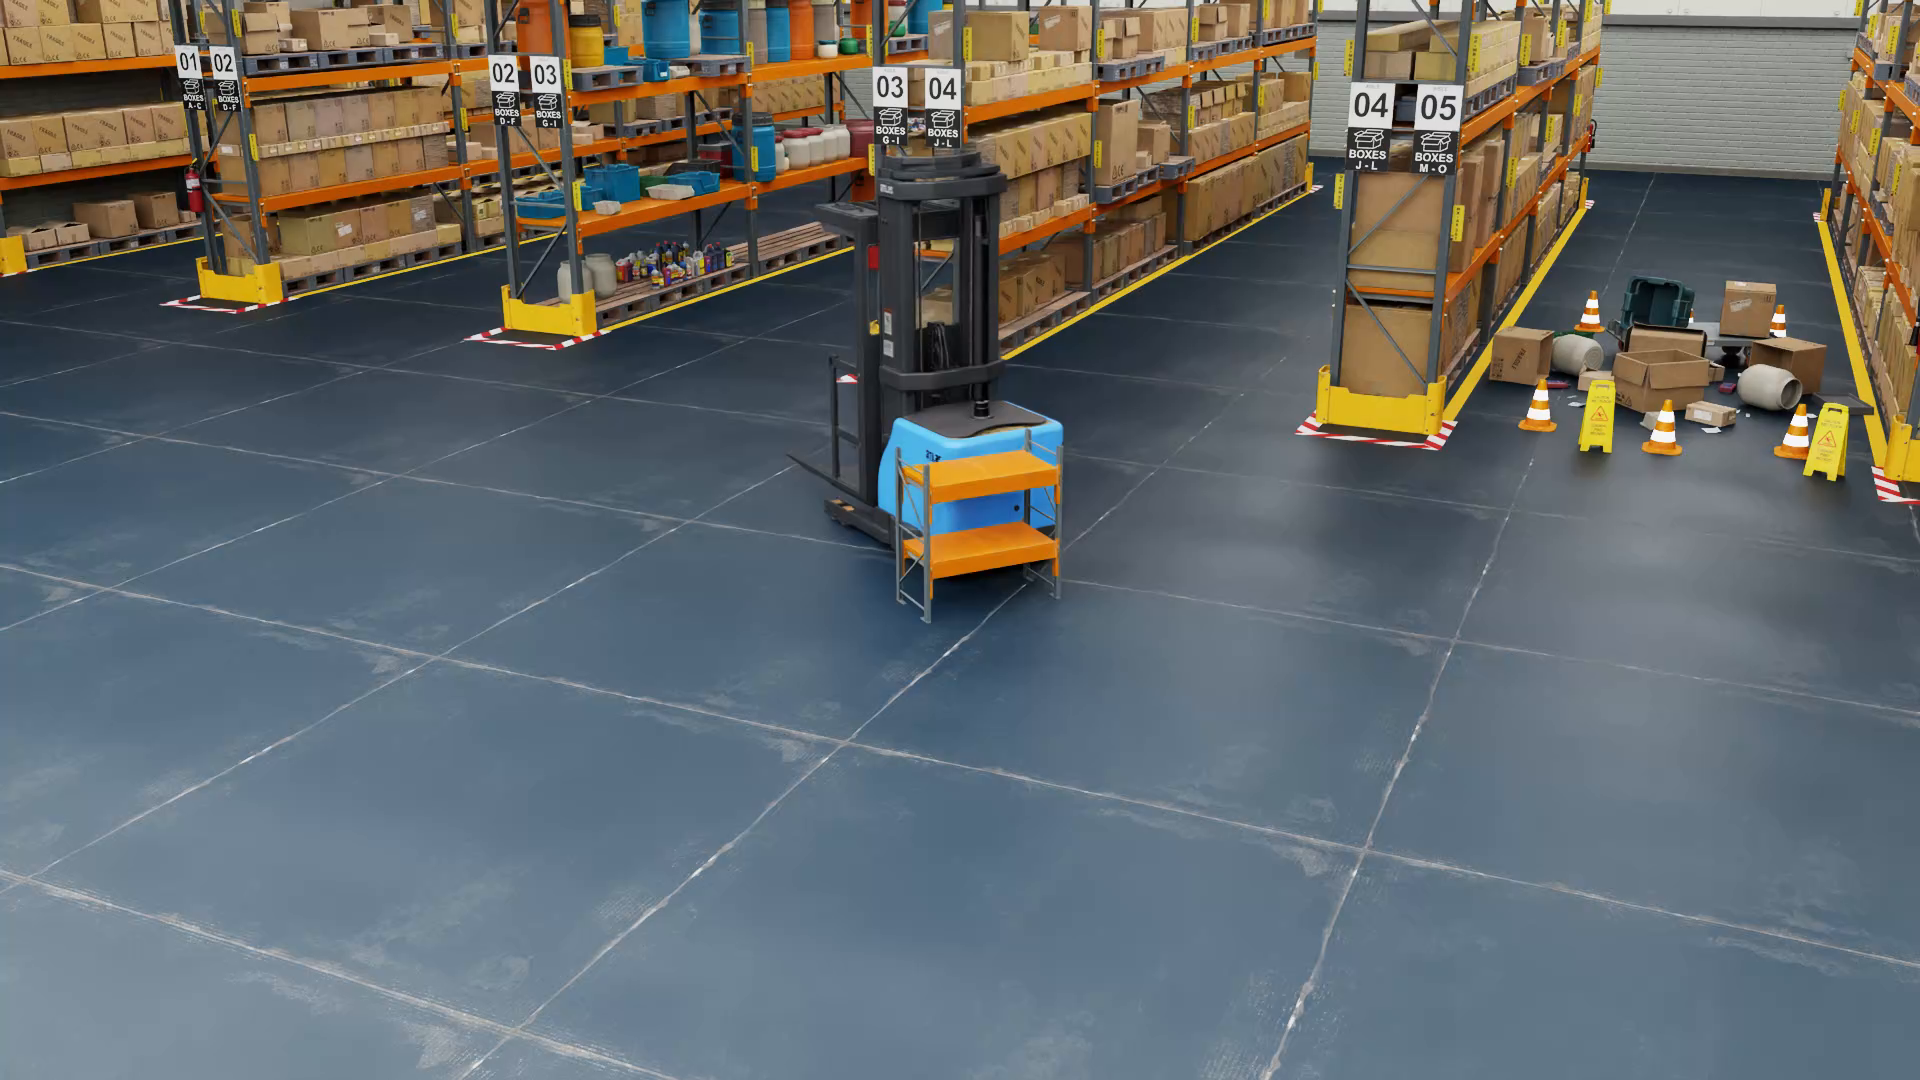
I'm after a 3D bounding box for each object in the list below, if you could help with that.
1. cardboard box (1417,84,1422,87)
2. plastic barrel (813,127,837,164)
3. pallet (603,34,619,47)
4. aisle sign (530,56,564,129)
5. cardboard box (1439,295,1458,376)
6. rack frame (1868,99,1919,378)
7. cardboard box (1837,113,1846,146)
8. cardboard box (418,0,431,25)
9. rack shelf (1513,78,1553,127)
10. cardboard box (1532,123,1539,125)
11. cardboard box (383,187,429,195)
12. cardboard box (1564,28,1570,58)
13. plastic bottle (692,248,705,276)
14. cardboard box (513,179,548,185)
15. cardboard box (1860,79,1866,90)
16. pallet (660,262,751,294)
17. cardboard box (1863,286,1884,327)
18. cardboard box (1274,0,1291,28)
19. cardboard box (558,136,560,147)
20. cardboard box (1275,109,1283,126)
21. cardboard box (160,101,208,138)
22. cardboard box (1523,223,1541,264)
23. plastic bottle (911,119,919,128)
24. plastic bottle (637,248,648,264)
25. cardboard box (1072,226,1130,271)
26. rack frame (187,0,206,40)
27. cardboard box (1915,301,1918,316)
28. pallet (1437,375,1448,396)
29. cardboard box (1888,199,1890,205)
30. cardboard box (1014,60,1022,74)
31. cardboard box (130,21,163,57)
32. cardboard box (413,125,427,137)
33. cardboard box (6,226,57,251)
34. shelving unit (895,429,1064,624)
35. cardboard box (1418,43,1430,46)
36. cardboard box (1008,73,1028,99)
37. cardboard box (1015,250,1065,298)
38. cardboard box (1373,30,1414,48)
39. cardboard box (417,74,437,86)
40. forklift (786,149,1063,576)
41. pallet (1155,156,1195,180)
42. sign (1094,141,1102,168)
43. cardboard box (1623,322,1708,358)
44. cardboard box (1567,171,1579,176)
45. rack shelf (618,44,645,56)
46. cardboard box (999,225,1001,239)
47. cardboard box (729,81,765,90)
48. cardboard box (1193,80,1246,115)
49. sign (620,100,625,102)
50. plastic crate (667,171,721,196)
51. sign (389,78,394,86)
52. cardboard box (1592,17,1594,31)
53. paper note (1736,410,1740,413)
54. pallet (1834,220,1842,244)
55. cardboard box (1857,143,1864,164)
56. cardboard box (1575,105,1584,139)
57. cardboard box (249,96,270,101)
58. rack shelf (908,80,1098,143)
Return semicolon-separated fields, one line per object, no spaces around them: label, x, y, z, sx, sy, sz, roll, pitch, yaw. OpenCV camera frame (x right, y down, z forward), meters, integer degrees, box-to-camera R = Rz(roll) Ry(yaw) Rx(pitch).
cardboard box;4.408;-4.616;16.595;0.380;0.149;0.250;9;21;23
plastic barrel;-2.064;-5.957;25.075;0.421;0.512;0.421;0;20;0
pallet;-6.379;-8.162;27.248;1.213;0.211;1.003;10;22;25
aisle sign;-4.704;-5.094;18.936;0.394;0.787;0.004;9;21;23
cardboard box;4.637;-2.223;17.286;0.875;0.875;0.875;8;21;22
rack frame;10.256;-3.115;17.250;1.000;3.000;0.127;9;21;23
cardboard box;14.712;-6.723;27.246;0.500;0.500;0.500;8;21;22
cardboard box;-10.150;-9.896;31.037;0.700;0.500;0.500;10;22;25
rack shelf;6.518;-5.449;20.410;1.077;0.370;4.000;9;21;23
cardboard box;8.345;-5.938;24.049;0.380;0.149;0.250;8;21;22
cardboard box;-8.297;-4.992;24.886;0.500;0.500;0.500;9;21;23
cardboard box;8.212;-6.891;23.244;0.500;0.500;0.500;9;21;23
plastic bottle;-3.515;-3.719;22.247;0.144;0.351;0.185;8;21;22
cardboard box;-7.084;-5.787;27.404;0.500;0.311;0.500;8;21;21
cardboard box;14.036;-6.981;25.513;0.380;0.149;0.250;9;21;23
pallet;-3.617;-3.641;22.890;1.003;0.211;1.213;9;21;23
cardboard box;11.043;-2.668;19.289;0.950;0.372;0.625;9;22;24
cardboard box;5.325;-9.177;28.895;0.700;0.500;0.500;10;22;25
cardboard box;-6.654;-6.542;27.261;0.380;0.149;0.250;10;22;27
cardboard box;5.338;-7.408;29.101;0.500;0.250;0.500;9;22;24
cardboard box;-12.253;-6.618;26.177;0.500;0.500;0.500;8;21;23
cardboard box;7.859;-4.187;23.369;0.500;0.500;0.500;8;21;20
plastic bottle;-0.750;-6.893;27.949;0.144;0.351;0.185;9;21;23
plastic bottle;-4.264;-3.736;22.293;0.144;0.351;0.185;8;21;22
cardboard box;1.927;-4.003;22.822;0.700;0.500;0.500;7;21;18
rack frame;-12.342;-9.340;25.802;1.000;3.000;0.127;9;21;23
cardboard box;8.579;-2.010;14.518;0.380;0.149;0.250;8;21;22
pallet;4.317;-1.481;16.819;1.003;0.211;1.213;9;21;23
cardboard box;11.132;-4.018;19.539;0.380;0.149;0.250;10;22;26
cardboard box;0.465;-5.227;18.343;0.380;0.149;0.250;8;21;20
cardboard box;-12.542;-7.642;25.325;0.500;0.500;0.500;7;21;18
cardboard box;-7.945;-5.919;24.019;0.380;0.149;0.250;8;21;21
cardboard box;-13.614;-4.430;24.305;0.500;0.311;0.500;6;20;17
shelving unit;0.132;-0.110;11.600;1.048;1.125;0.538;-9;22;-25
cardboard box;4.418;-4.762;16.410;0.500;0.250;0.500;8;21;22
cardboard box;0.422;-5.015;18.342;0.500;0.250;0.500;8;21;22
cardboard box;1.015;-3.378;21.094;0.500;0.500;0.500;8;21;21
cardboard box;4.098;-4.760;15.808;0.380;0.149;0.250;9;21;24
cardboard box;-10.063;-8.554;30.803;0.500;0.250;0.500;8;21;22
forklift;-0.432;-1.562;12.986;1.130;2.935;3.031;-12;23;-30
pallet;2.658;-5.374;23.890;1.213;0.211;1.003;9;21;23
sign;1.713;-4.810;20.726;0.100;0.325;0.005;9;21;23
cardboard box;7.403;-1.951;17.501;0.797;0.637;0.503;9;21;23
cardboard box;10.627;-6.370;29.143;0.380;0.149;0.250;9;21;23
rack shelf;-5.364;-8.743;29.674;1.077;0.370;4.000;9;21;23
cardboard box;0.231;-3.415;18.470;0.380;0.149;0.250;9;21;23
cardboard box;-4.095;-8.904;31.888;0.500;0.500;0.500;9;22;24
cardboard box;4.237;-7.243;27.213;0.797;0.503;0.637;8;21;21
sign;-5.675;-7.528;27.932;0.100;0.325;0.005;9;21;23
plastic crate;-3.509;-4.708;21.953;0.499;0.251;0.616;9;21;23
sign;-10.205;-8.173;29.863;0.100;0.325;0.005;9;21;23
cardboard box;10.018;-8.368;27.024;0.500;0.250;0.500;8;21;20
paper note;7.674;-1.289;16.564;0.148;0.019;0.142;18;26;41
pallet;14.413;-4.842;26.270;1.003;0.211;1.213;9;21;23
cardboard box;12.676;-5.315;22.916;0.500;0.250;0.500;9;21;23
cardboard box;9.843;-6.814;27.059;0.500;0.500;0.500;8;21;22
cardboard box;-11.867;-7.088;27.618;0.700;0.500;0.500;11;22;28
rack shelf;0.396;-4.937;18.972;1.077;0.370;4.000;9;21;23
